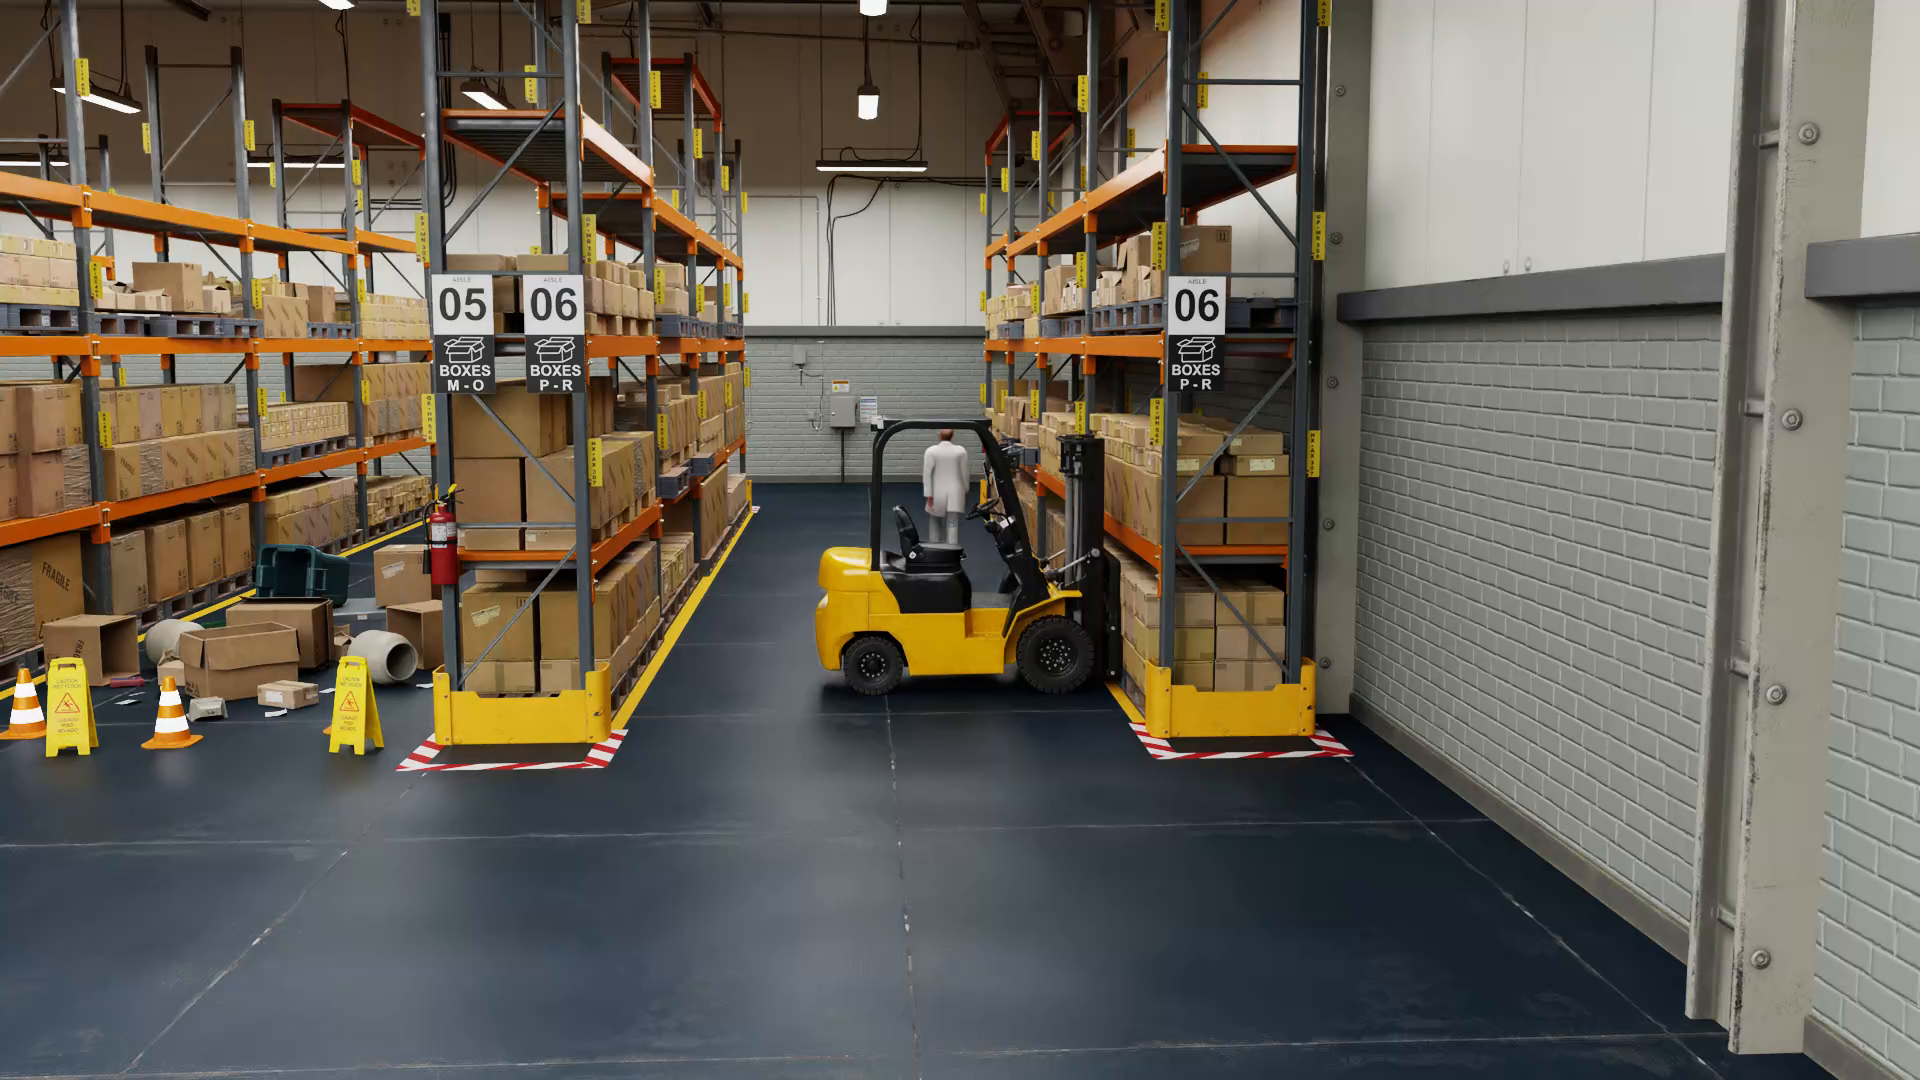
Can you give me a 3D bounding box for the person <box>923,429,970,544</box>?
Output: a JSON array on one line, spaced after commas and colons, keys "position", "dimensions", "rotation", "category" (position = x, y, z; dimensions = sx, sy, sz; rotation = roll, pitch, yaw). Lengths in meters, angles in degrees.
[{"position": [-0.163, -0.561, 20.445], "dimensions": [0.576, 1.755, 0.894], "rotation": [0, 7, 0], "category": "person"}]
